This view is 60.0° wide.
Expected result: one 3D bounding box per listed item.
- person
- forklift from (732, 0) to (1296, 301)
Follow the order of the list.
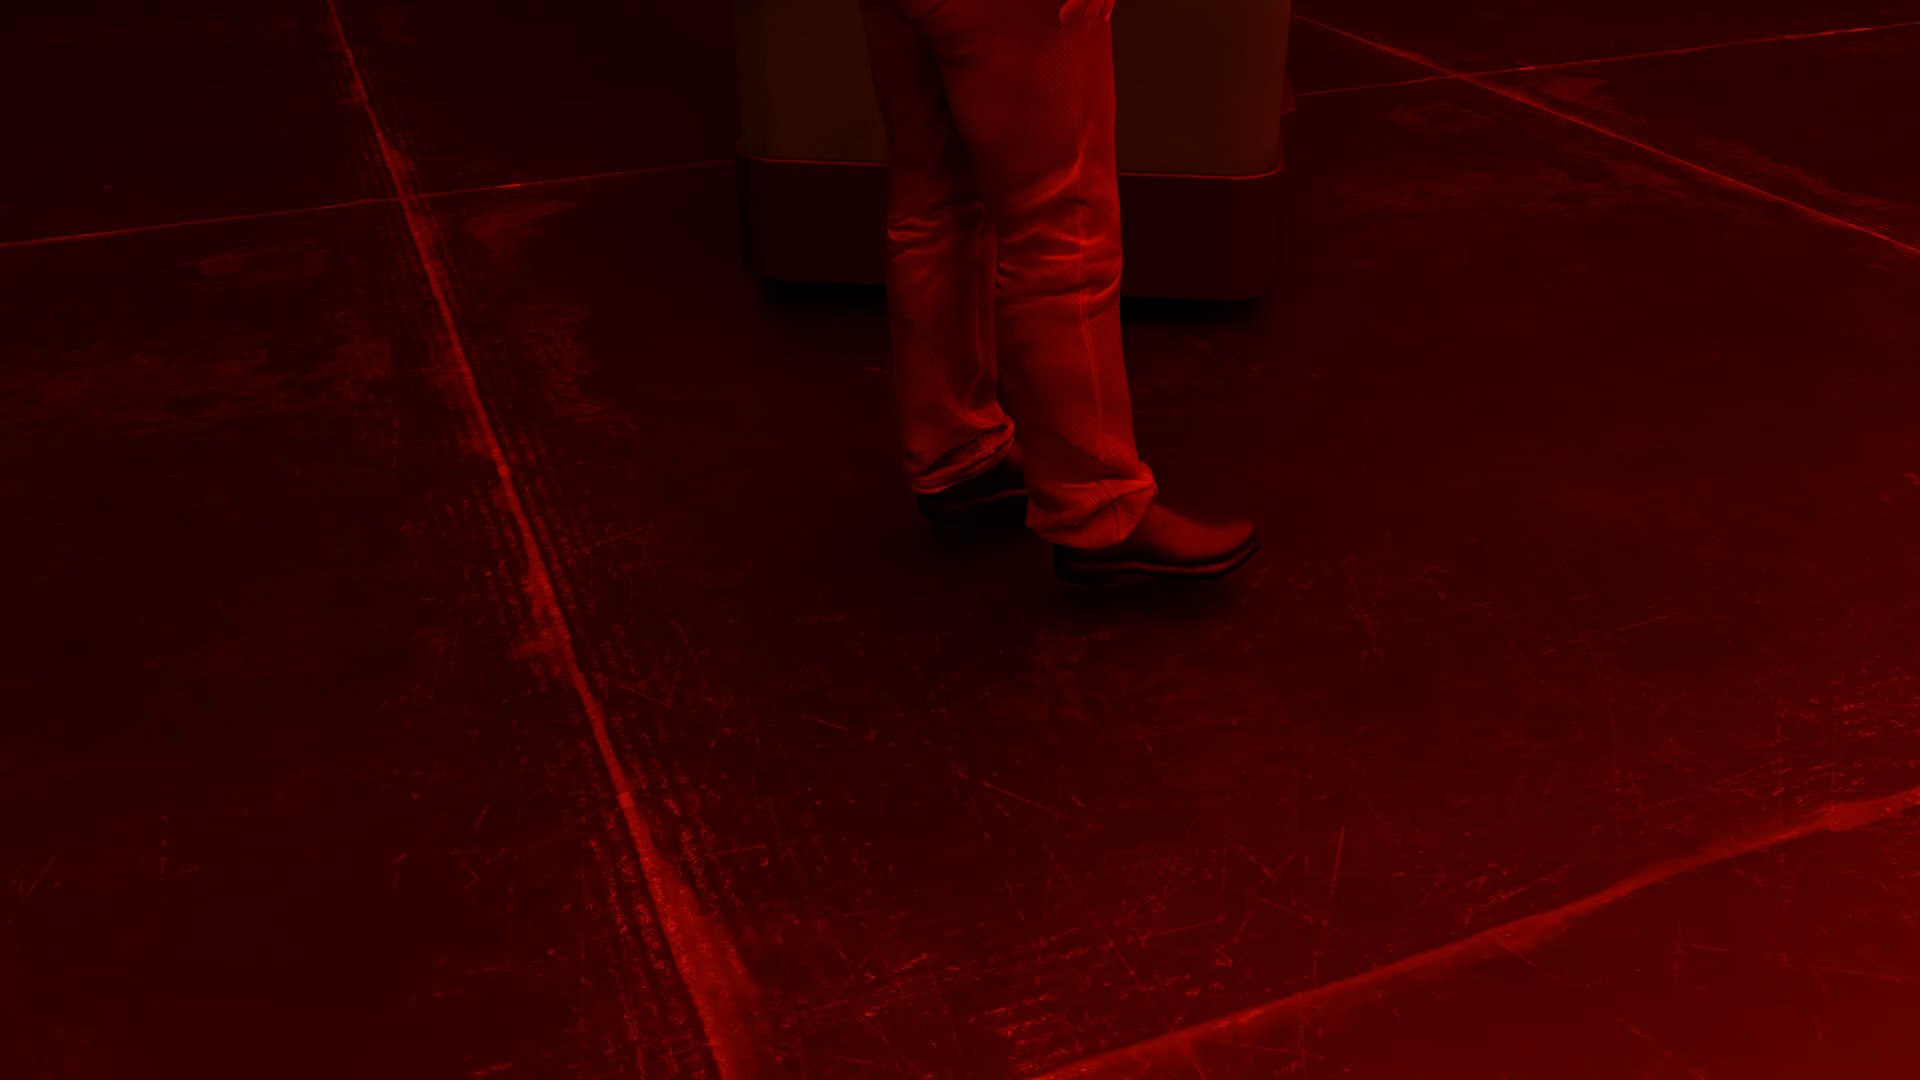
[{"bbox_3d":[0.060,-0.798,2.065,0.567,1.721,0.633,-11,32,-19],"label":"person"},{"bbox_3d":[0.263,-2.432,3.808,1.130,2.935,3.031,4,30,6],"label":"forklift"}]
